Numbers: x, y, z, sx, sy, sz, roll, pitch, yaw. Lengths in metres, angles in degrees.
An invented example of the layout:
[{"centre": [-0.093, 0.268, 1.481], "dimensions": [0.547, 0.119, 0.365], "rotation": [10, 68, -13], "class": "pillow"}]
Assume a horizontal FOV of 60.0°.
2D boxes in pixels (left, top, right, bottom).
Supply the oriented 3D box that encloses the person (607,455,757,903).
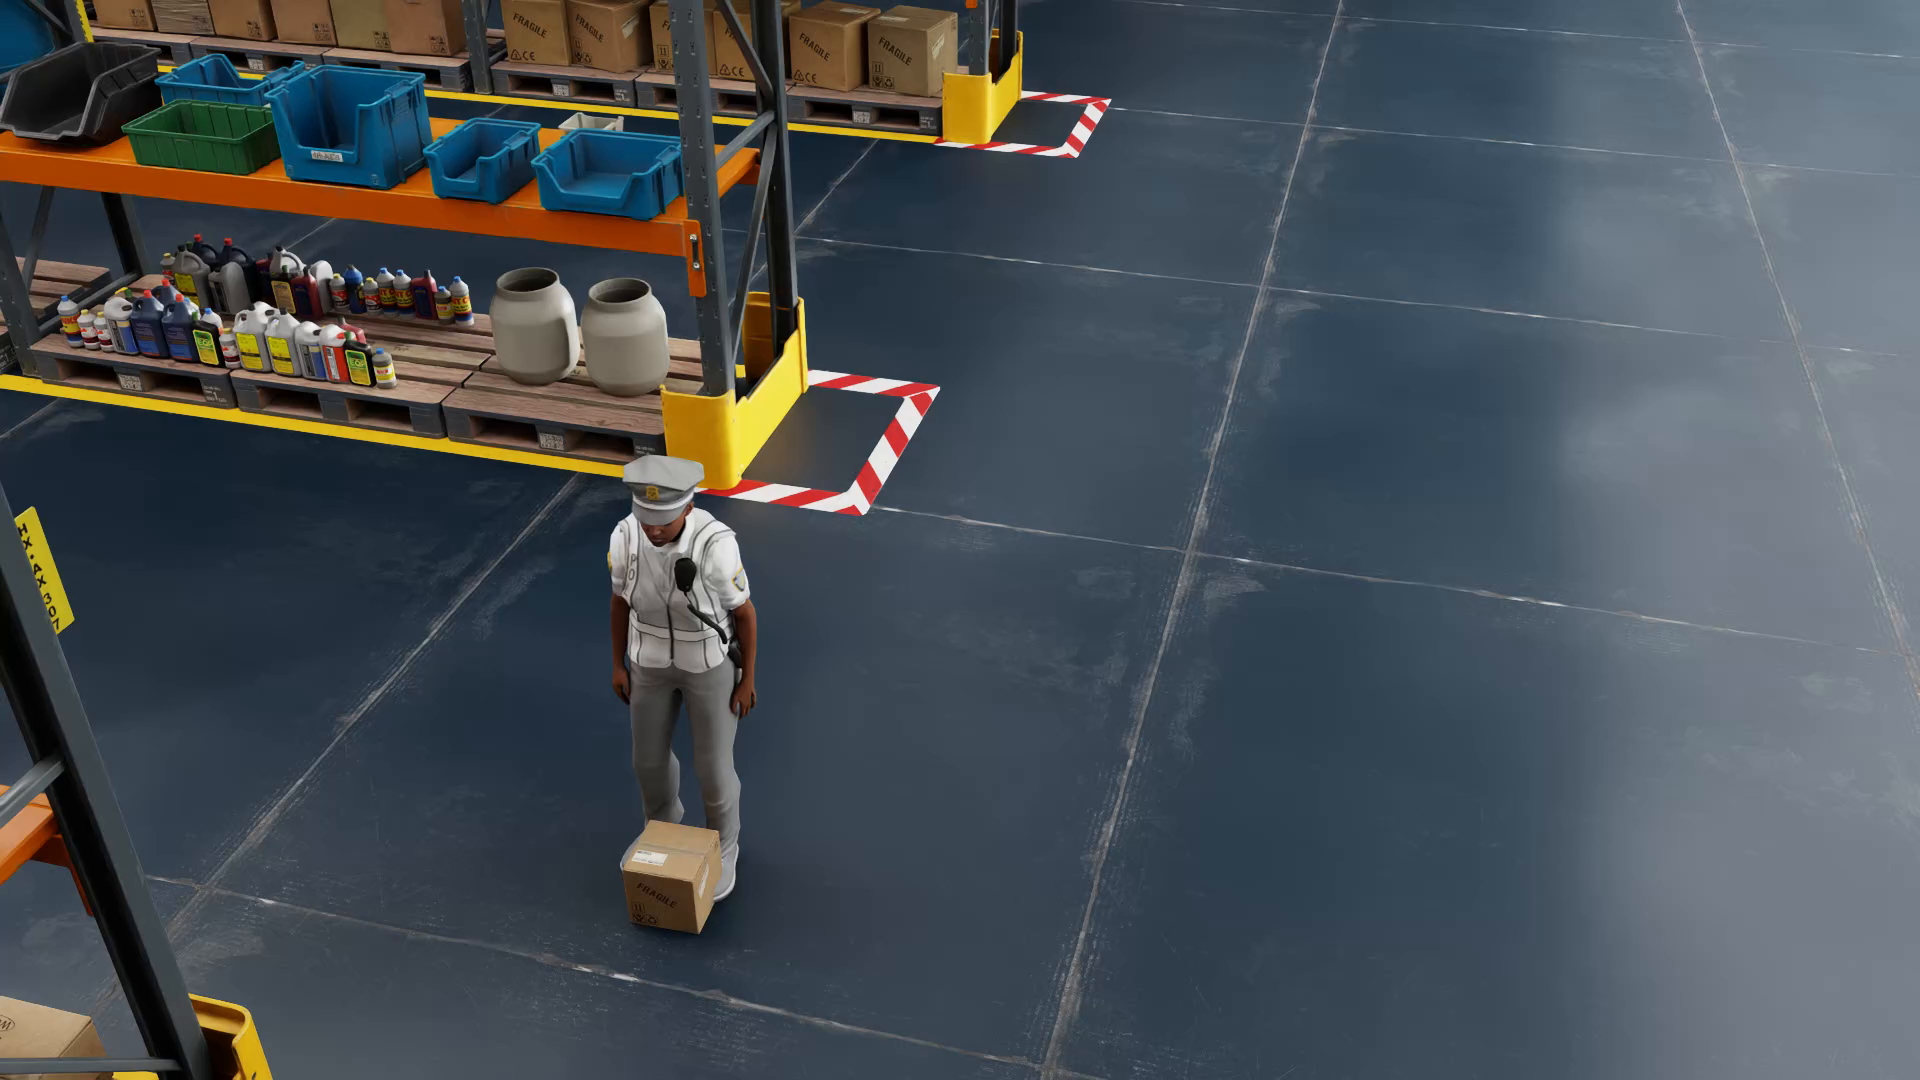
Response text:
[{"centre": [-0.924, 0.439, 5.465], "dimensions": [0.525, 1.658, 0.427], "rotation": [6, 34, 10], "class": "person"}]
